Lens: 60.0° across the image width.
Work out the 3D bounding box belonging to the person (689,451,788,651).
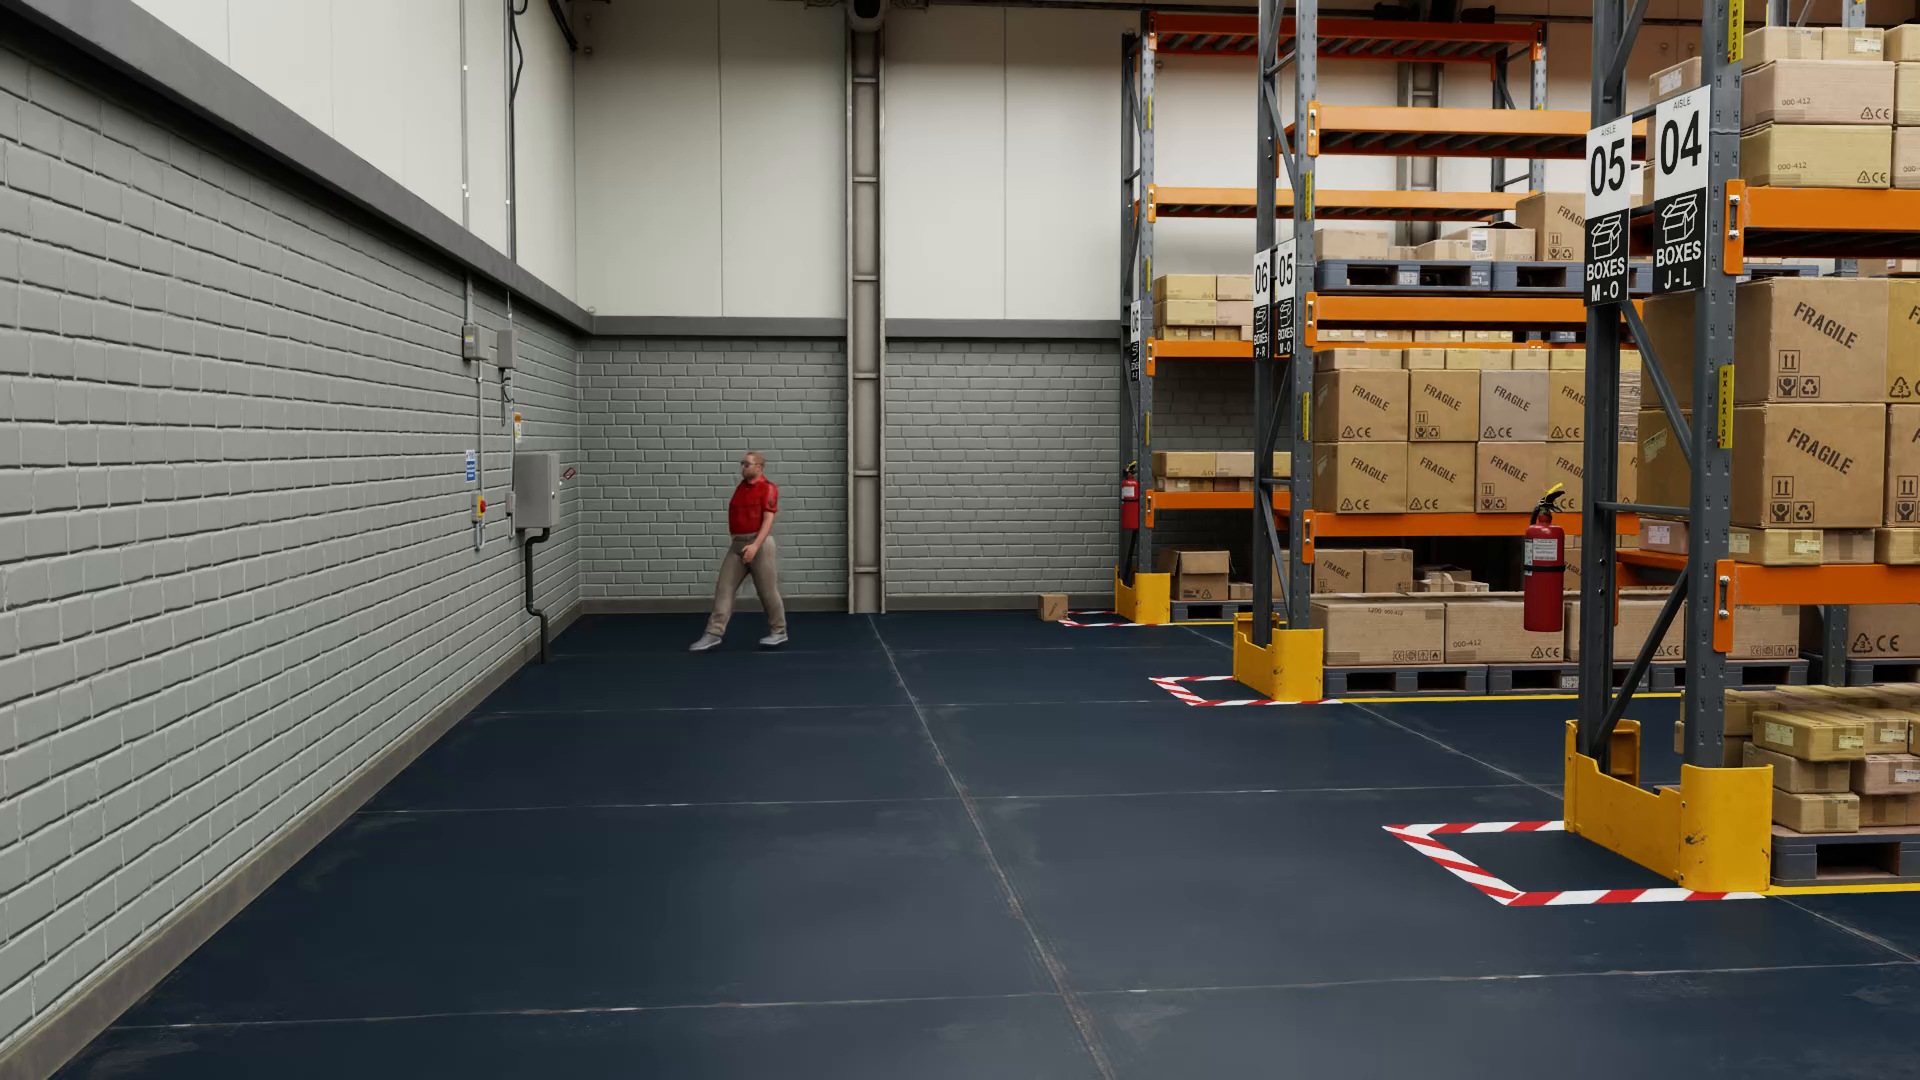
[{"bbox_3d":[-1.866,0.087,14.280,0.546,1.692,0.916,3,4,41],"label":"person"}]
